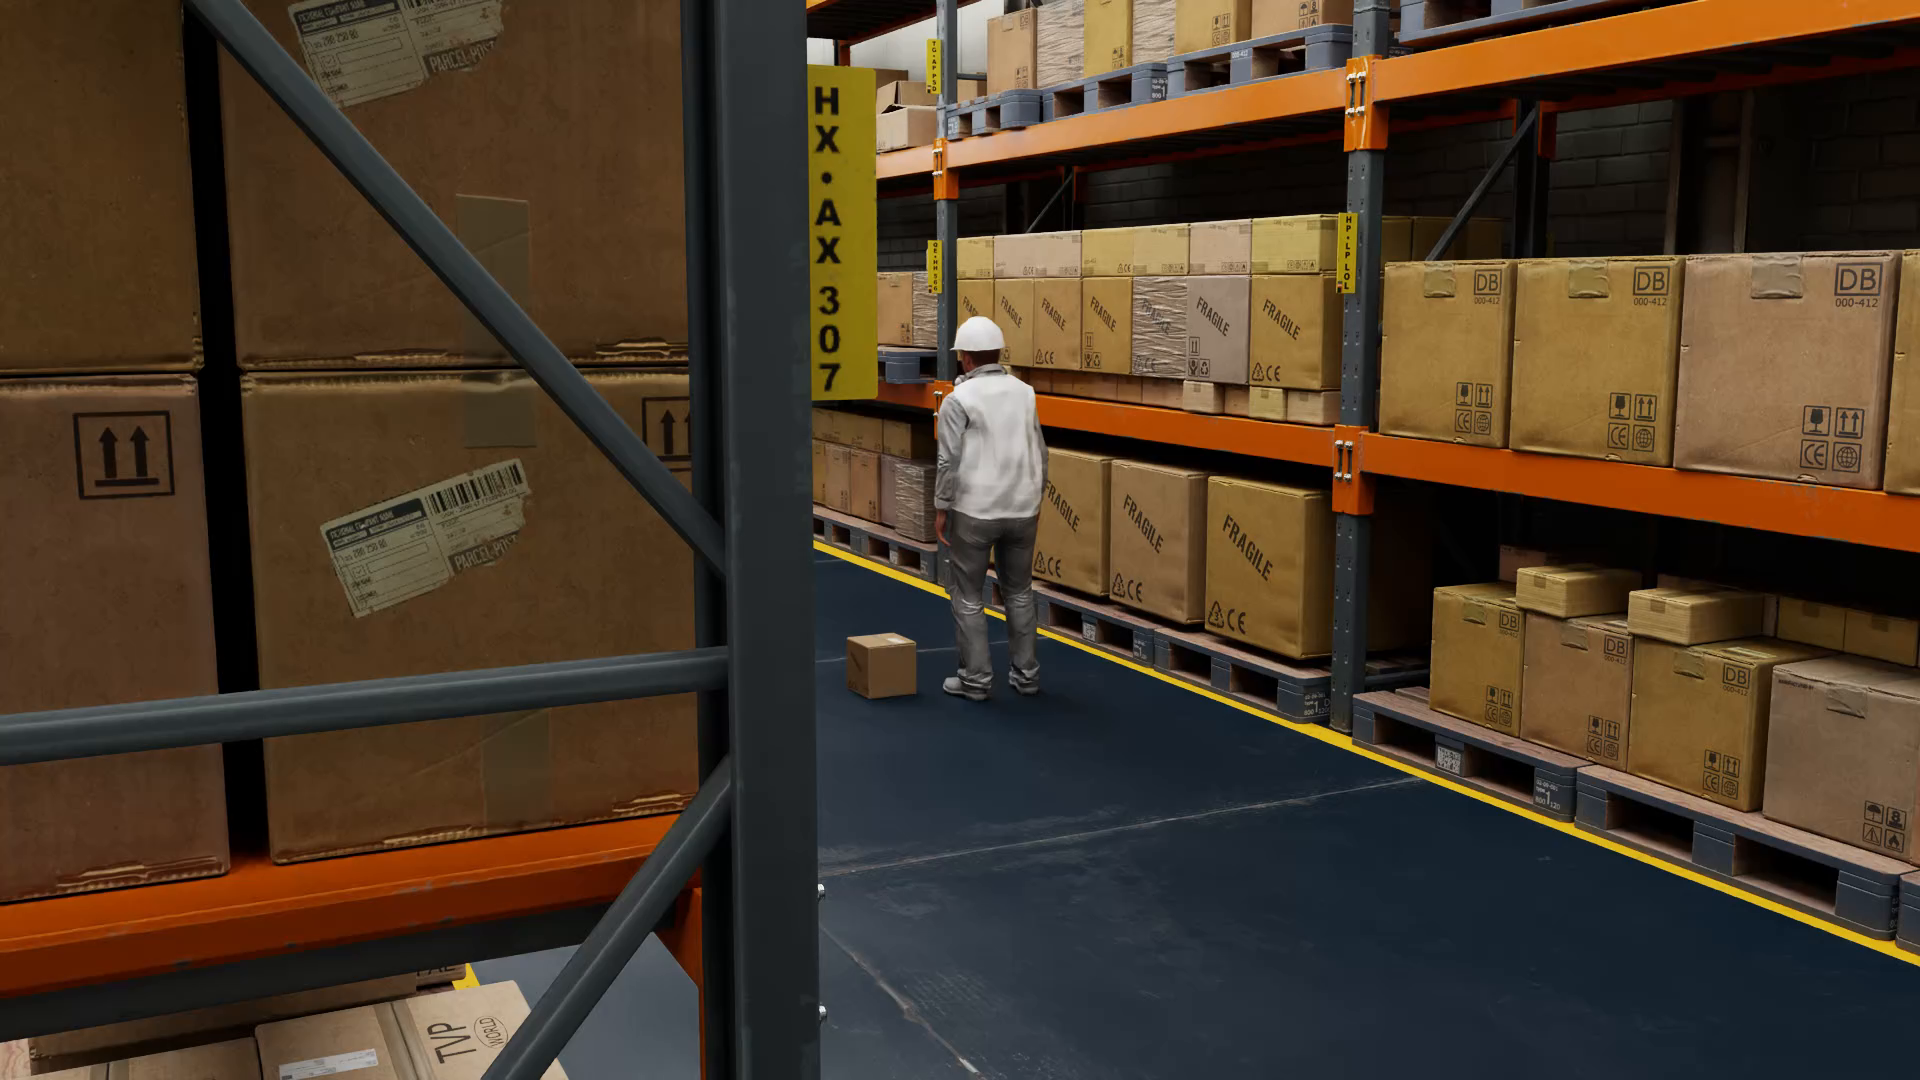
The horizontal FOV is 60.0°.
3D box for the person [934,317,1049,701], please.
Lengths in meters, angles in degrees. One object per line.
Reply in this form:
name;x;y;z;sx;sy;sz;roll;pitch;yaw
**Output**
person;0.140;-0.147;7.742;0.585;1.770;0.463;-4;10;-28
